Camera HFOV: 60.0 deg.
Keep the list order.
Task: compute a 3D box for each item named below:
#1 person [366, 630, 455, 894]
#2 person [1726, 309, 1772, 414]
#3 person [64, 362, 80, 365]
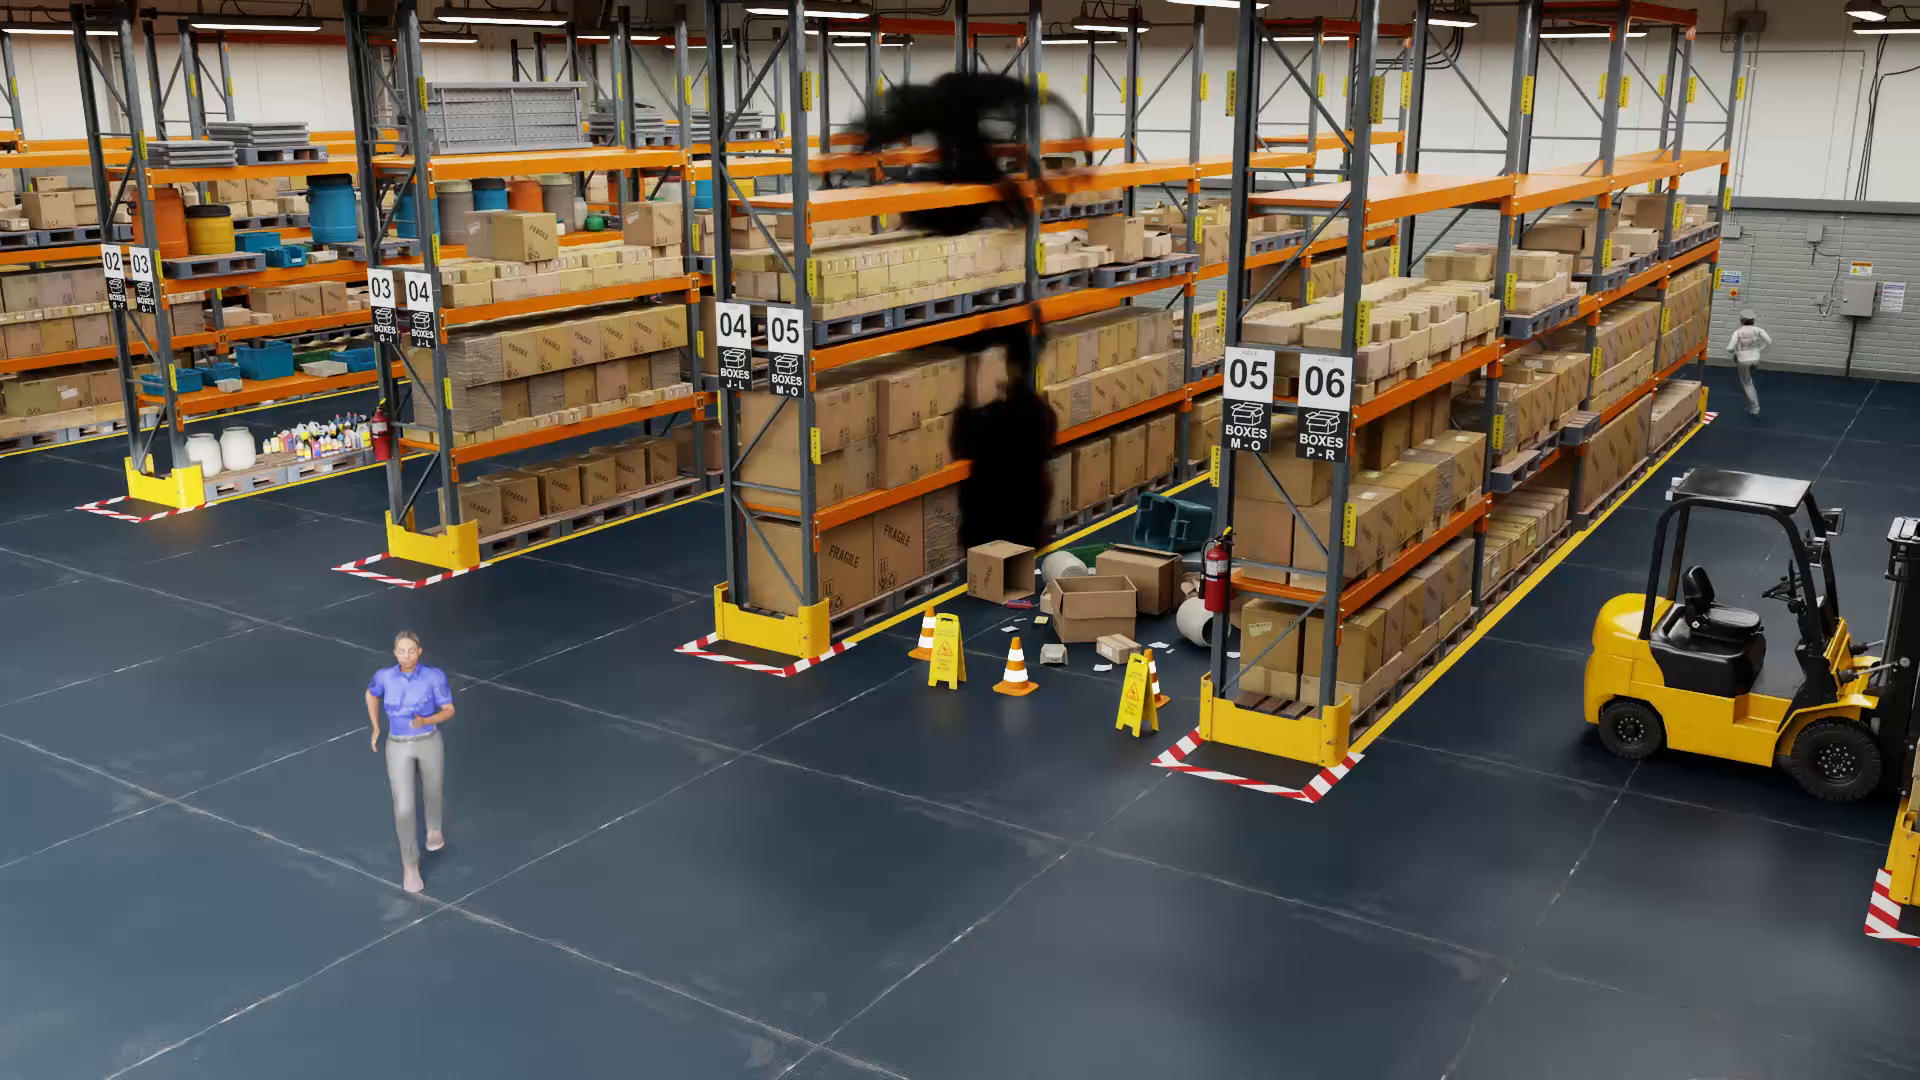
[{"bbox_3d":[-3.616,1.426,11.035,0.549,1.704,0.764,-5,16,-19],"label":"person"},{"bbox_3d":[12.388,-2.806,26.236,0.671,1.652,0.599,-2,16,-6],"label":"person"},{"bbox_3d":[-14.052,-2.785,26.327,0.541,1.552,0.666,8,18,27],"label":"person"}]
